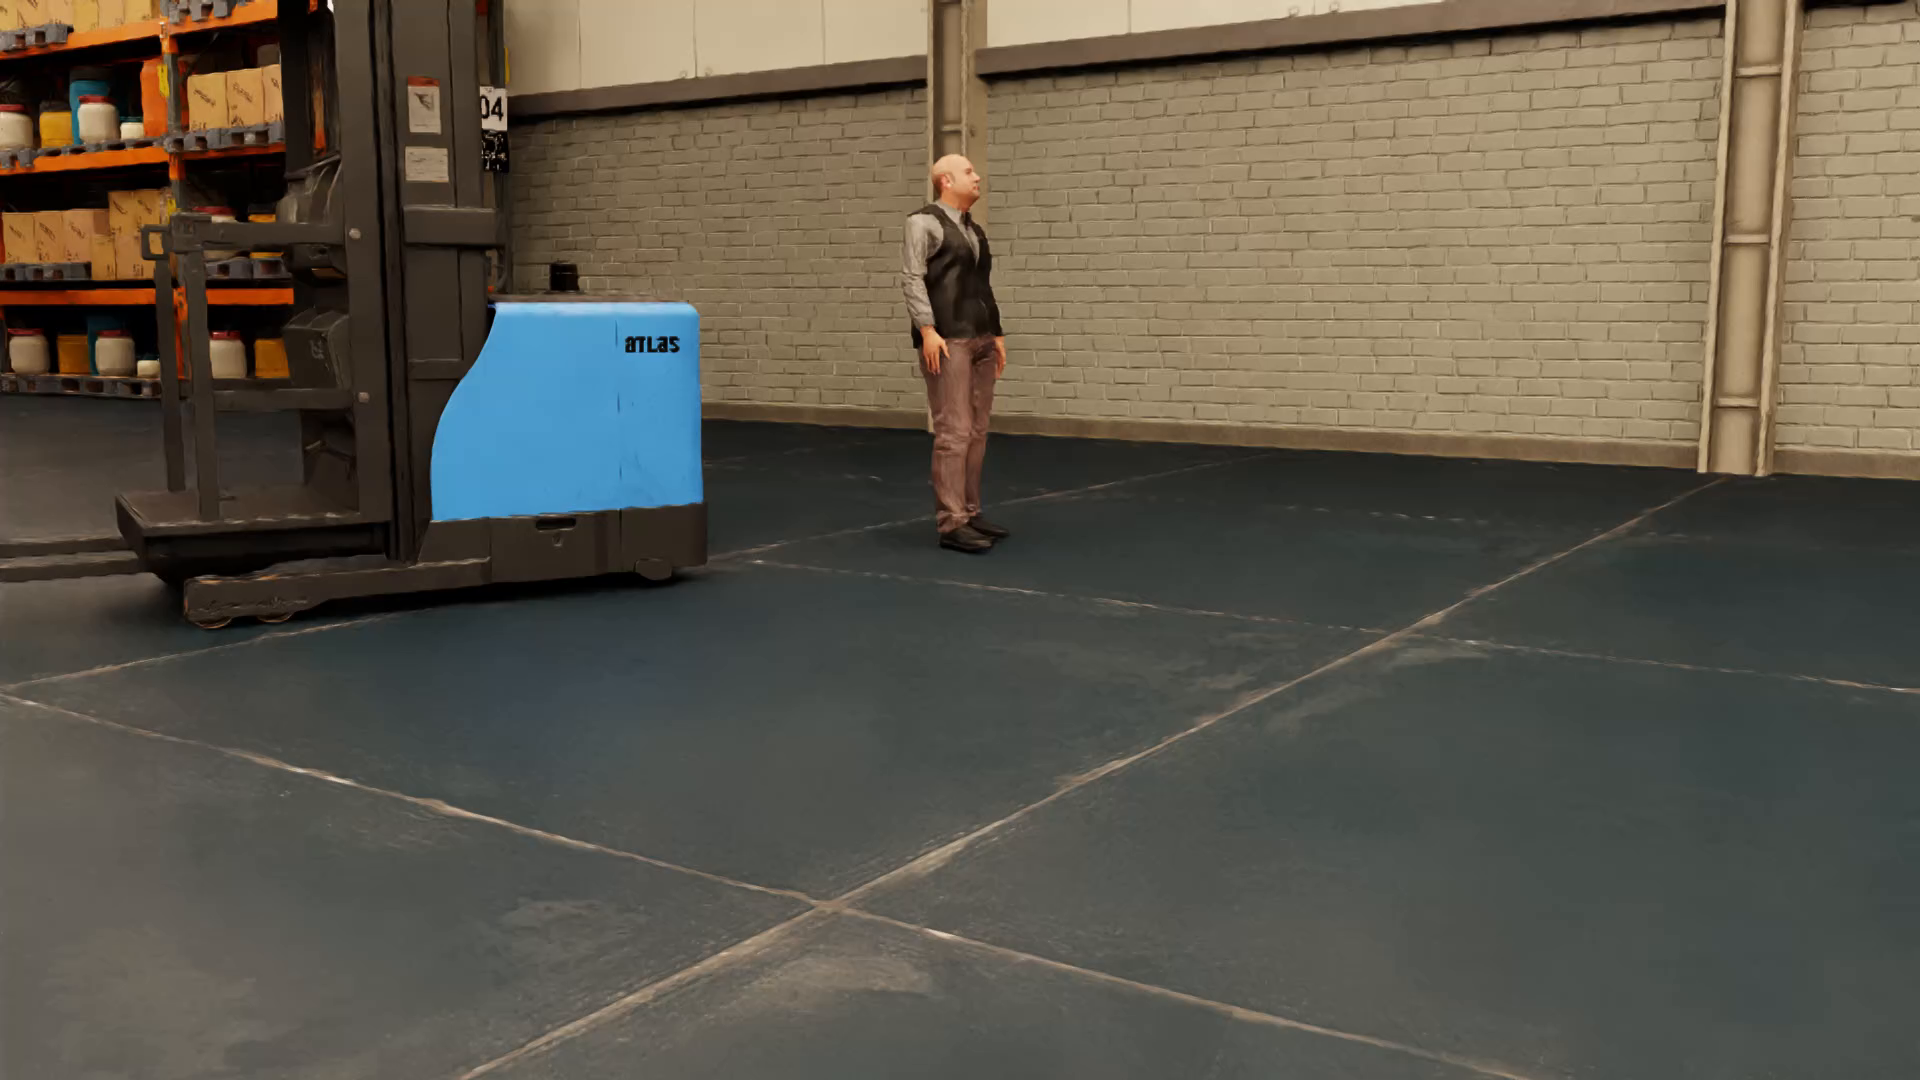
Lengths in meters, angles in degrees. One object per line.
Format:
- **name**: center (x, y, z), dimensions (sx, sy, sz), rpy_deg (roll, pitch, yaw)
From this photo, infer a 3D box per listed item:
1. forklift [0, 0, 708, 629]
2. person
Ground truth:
- **forklift**: center (-2.511, -1.240, 5.913), dimensions (3.031, 2.935, 1.130), rpy_deg (-5, 9, -31)
- **person**: center (0.047, -0.853, 7.440), dimensions (0.567, 1.720, 0.632), rpy_deg (5, 10, 34)
